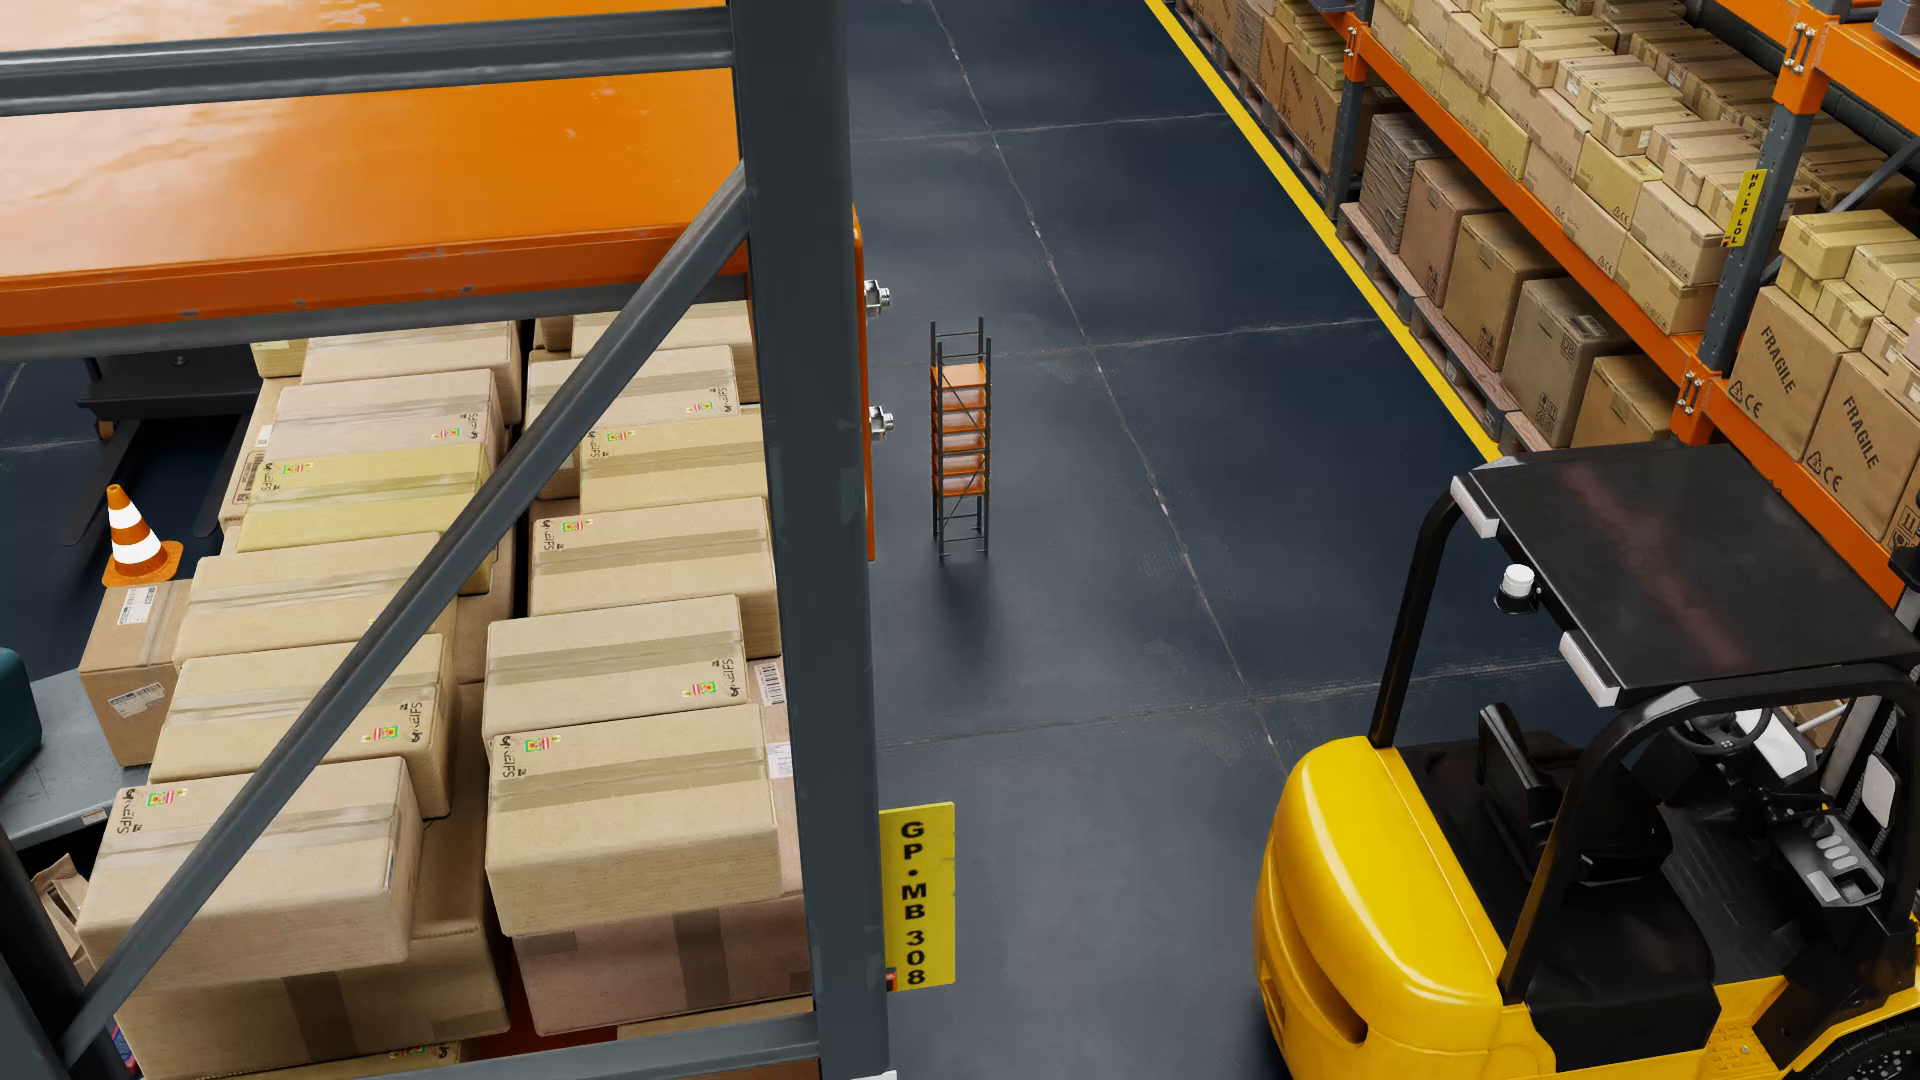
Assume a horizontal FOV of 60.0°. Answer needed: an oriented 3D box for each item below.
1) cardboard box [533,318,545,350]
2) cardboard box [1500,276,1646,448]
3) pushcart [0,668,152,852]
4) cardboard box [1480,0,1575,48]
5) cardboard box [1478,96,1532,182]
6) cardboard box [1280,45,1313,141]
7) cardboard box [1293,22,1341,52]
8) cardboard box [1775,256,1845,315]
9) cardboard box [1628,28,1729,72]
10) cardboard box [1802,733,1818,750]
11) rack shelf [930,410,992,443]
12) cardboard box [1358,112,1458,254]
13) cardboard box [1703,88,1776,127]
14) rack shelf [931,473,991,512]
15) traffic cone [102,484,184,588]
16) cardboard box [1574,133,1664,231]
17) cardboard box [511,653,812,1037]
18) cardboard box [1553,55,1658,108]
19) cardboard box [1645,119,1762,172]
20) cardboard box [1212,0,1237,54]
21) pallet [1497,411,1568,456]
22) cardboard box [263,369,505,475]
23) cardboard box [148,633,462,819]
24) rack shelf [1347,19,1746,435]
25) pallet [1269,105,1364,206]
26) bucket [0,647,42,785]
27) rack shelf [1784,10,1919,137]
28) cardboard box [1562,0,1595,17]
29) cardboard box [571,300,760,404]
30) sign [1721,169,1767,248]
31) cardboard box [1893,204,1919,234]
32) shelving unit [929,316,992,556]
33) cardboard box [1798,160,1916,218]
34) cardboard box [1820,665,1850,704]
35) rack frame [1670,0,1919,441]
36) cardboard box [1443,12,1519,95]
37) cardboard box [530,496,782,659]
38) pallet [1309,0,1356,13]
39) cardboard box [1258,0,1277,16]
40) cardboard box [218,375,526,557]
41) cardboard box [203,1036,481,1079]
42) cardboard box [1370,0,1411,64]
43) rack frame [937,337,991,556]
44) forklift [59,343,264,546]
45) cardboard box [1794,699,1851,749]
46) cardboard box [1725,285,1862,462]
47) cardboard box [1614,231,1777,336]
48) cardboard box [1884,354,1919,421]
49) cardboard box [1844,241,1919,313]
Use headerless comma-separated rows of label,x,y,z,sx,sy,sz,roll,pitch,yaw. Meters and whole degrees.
cardboard box,-0.680,-0.480,3.757,0.500,0.250,0.500,-5,38,-7
cardboard box,3.364,-0.942,8.511,0.875,0.625,0.625,-7,38,-8
pushcart,-3.527,0.916,6.663,1.648,0.377,0.936,-20,42,-23
cardboard box,2.896,-2.640,8.492,0.380,0.149,0.250,-5,38,-7
cardboard box,3.000,-2.065,8.485,0.500,0.250,0.500,-5,38,-6
cardboard box,2.530,-3.061,11.340,0.500,0.500,0.500,-7,38,-9
cardboard box,2.477,-3.378,11.219,0.380,0.149,0.250,-7,38,-9
cardboard box,3.392,-1.005,6.389,0.380,0.149,0.250,-7,38,-9
cardboard box,3.523,-2.387,8.168,0.380,0.149,0.250,-6,38,-8
cardboard box,3.563,0.931,6.406,0.500,0.250,0.500,-6,38,-7
rack shelf,0.003,-0.525,7.724,0.258,0.103,0.180,-6,38,-8
cardboard box,2.989,-2.196,10.126,0.875,0.625,0.625,-5,38,-7
cardboard box,3.641,-1.932,7.582,0.380,0.149,0.250,-7,38,-8
rack shelf,0.003,-0.240,7.945,0.258,0.103,0.180,-6,38,-8
traffic cone,-3.922,-0.059,7.848,0.336,0.463,0.334,-6,38,-8
cardboard box,3.160,-1.648,7.541,0.500,0.250,0.500,-7,38,-9
cardboard box,-0.416,0.446,2.565,0.500,0.250,0.500,-7,38,-9
cardboard box,3.063,-2.177,7.897,0.380,0.149,0.250,-6,38,-8
cardboard box,3.262,-1.716,7.304,0.380,0.149,0.250,-6,38,-8
cardboard box,2.242,-4.002,12.552,0.500,0.500,0.500,-7,38,-9
pallet,3.427,-0.270,8.326,1.003,0.211,1.213,-6,38,-8
cardboard box,-1.040,-0.171,3.034,0.380,0.149,0.250,-6,38,-8
cardboard box,-0.947,0.289,2.443,0.380,0.149,0.250,-6,38,-7
rack shelf,3.244,-1.855,8.678,1.077,0.370,4.000,-6,38,-8
pallet,2.800,-2.700,11.454,1.003,0.211,1.213,-6,38,-8
bucket,-3.853,0.726,6.200,0.726,0.611,0.620,6,28,8
rack shelf,3.945,-0.623,4.648,1.077,0.370,4.000,-6,38,-8
cardboard box,3.372,-2.852,8.765,0.380,0.149,0.250,-6,38,-8
cardboard box,-0.568,-0.389,3.316,0.380,0.149,0.250,-5,38,-7
sign,3.062,-1.292,6.489,0.100,0.325,0.005,-6,38,-8
cardboard box,3.758,-1.403,7.225,0.500,0.250,0.500,-7,38,-9
shelving unit,0.003,-0.465,7.771,0.258,1.200,0.189,-6,38,-8
cardboard box,3.744,-1.462,6.976,0.380,0.149,0.250,-7,38,-9
cardboard box,3.549,0.530,6.107,0.500,0.250,0.500,-5,38,-6
rack frame,3.595,-0.931,6.903,1.000,3.000,0.127,-6,38,-8
cardboard box,2.891,-2.570,8.728,0.500,0.250,0.500,-7,38,-9
cardboard box,-0.494,0.077,2.716,0.380,0.149,0.250,-6,38,-8
pallet,2.706,-3.673,10.589,1.213,0.211,1.003,-6,38,-8
cardboard box,2.353,-3.856,11.835,0.380,0.149,0.250,-8,39,-10
cardboard box,-1.128,-0.118,3.292,0.500,0.250,0.500,-5,38,-7
cardboard box,-0.928,0.751,2.498,0.380,0.149,0.250,-6,38,-8
cardboard box,2.731,-2.993,9.680,0.500,0.250,0.500,-6,38,-8
rack frame,0.019,-0.410,7.699,0.240,1.200,0.006,-6,38,-8
forklift,-4.017,-1.900,8.207,1.130,2.935,3.031,-4,38,-5
cardboard box,3.543,0.726,6.262,0.500,0.250,0.500,-7,38,-8
cardboard box,3.416,-0.674,6.491,0.500,0.500,0.500,-7,38,-9
cardboard box,3.249,-1.148,7.304,0.500,0.250,0.500,-5,38,-7
cardboard box,3.482,-0.538,5.787,0.380,0.149,0.250,-5,38,-7
cardboard box,3.511,-0.973,6.104,0.380,0.149,0.250,-6,38,-7
